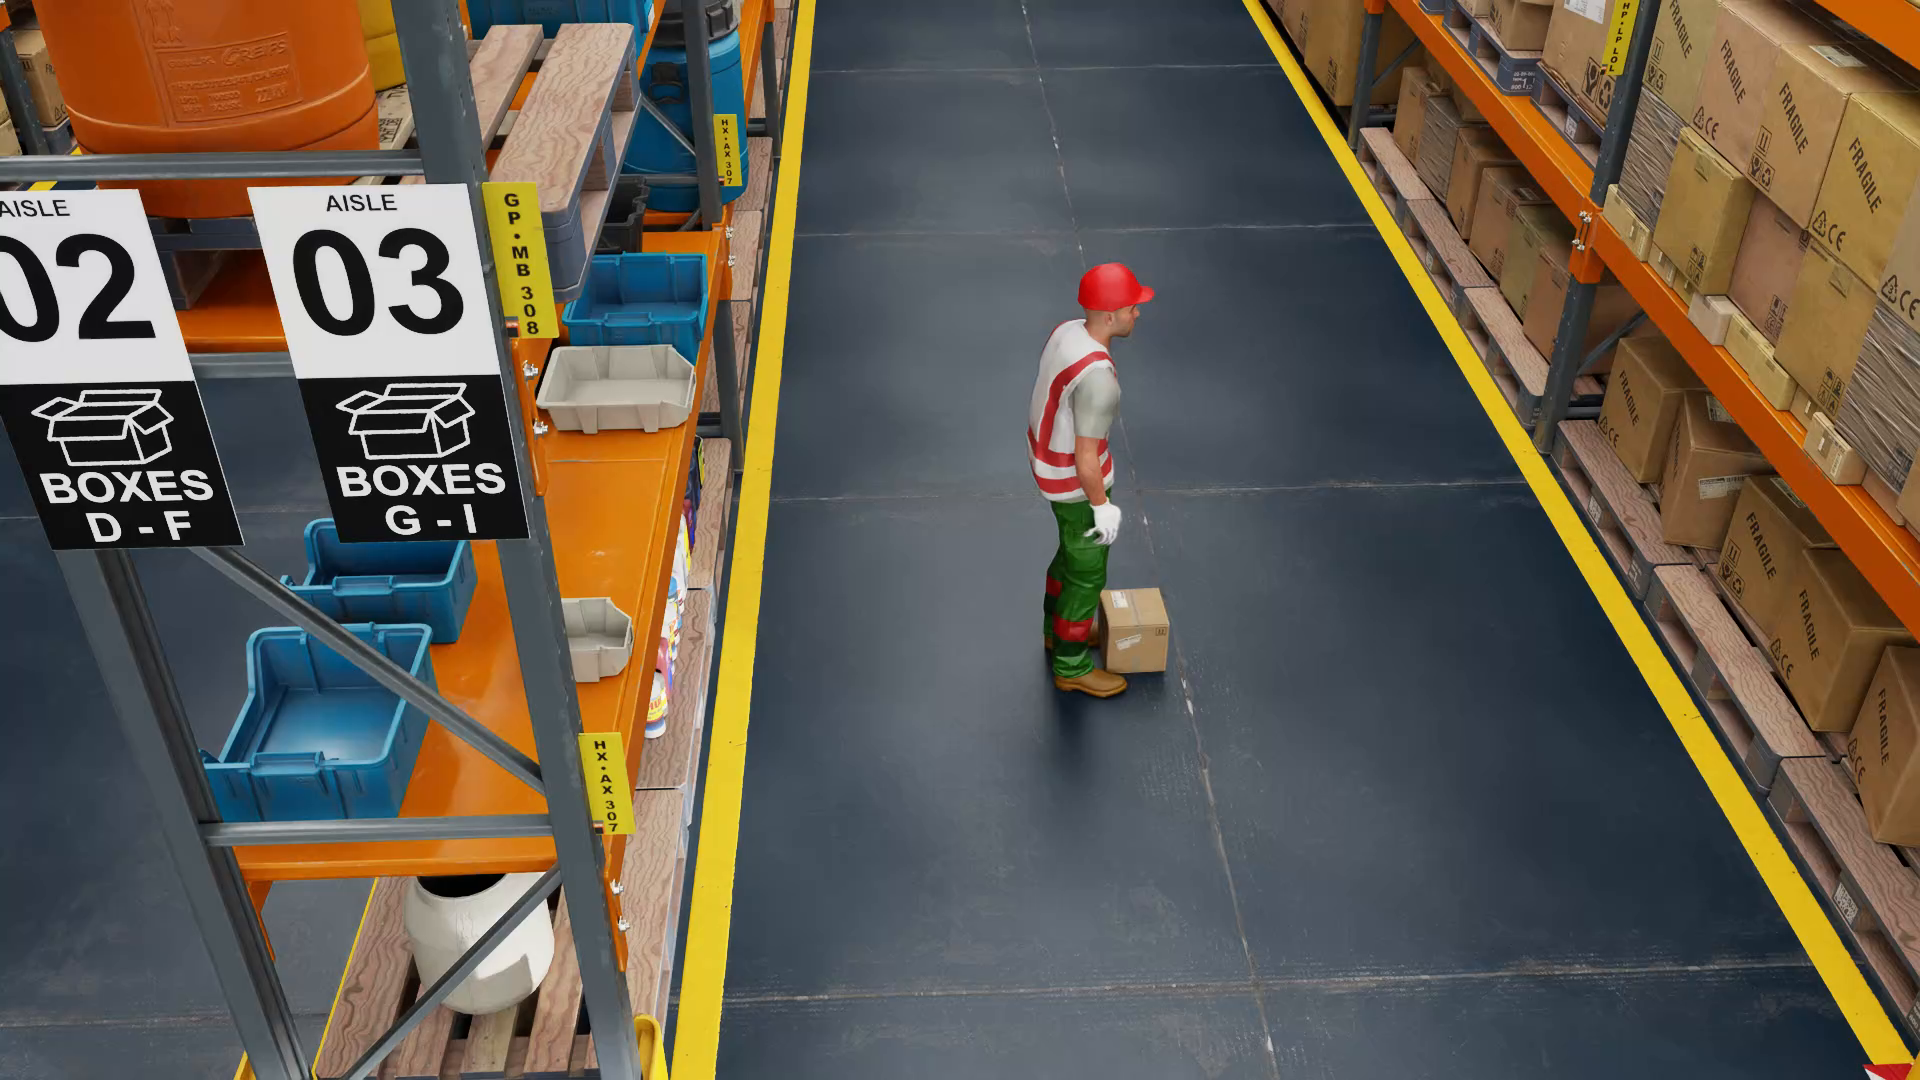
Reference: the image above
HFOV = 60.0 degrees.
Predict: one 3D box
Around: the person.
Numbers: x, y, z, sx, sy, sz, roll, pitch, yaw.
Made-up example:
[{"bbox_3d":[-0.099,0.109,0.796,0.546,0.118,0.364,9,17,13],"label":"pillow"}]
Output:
[{"bbox_3d":[0.491,-0.245,6.481,0.445,1.781,0.621,-3,35,-5],"label":"person"}]
